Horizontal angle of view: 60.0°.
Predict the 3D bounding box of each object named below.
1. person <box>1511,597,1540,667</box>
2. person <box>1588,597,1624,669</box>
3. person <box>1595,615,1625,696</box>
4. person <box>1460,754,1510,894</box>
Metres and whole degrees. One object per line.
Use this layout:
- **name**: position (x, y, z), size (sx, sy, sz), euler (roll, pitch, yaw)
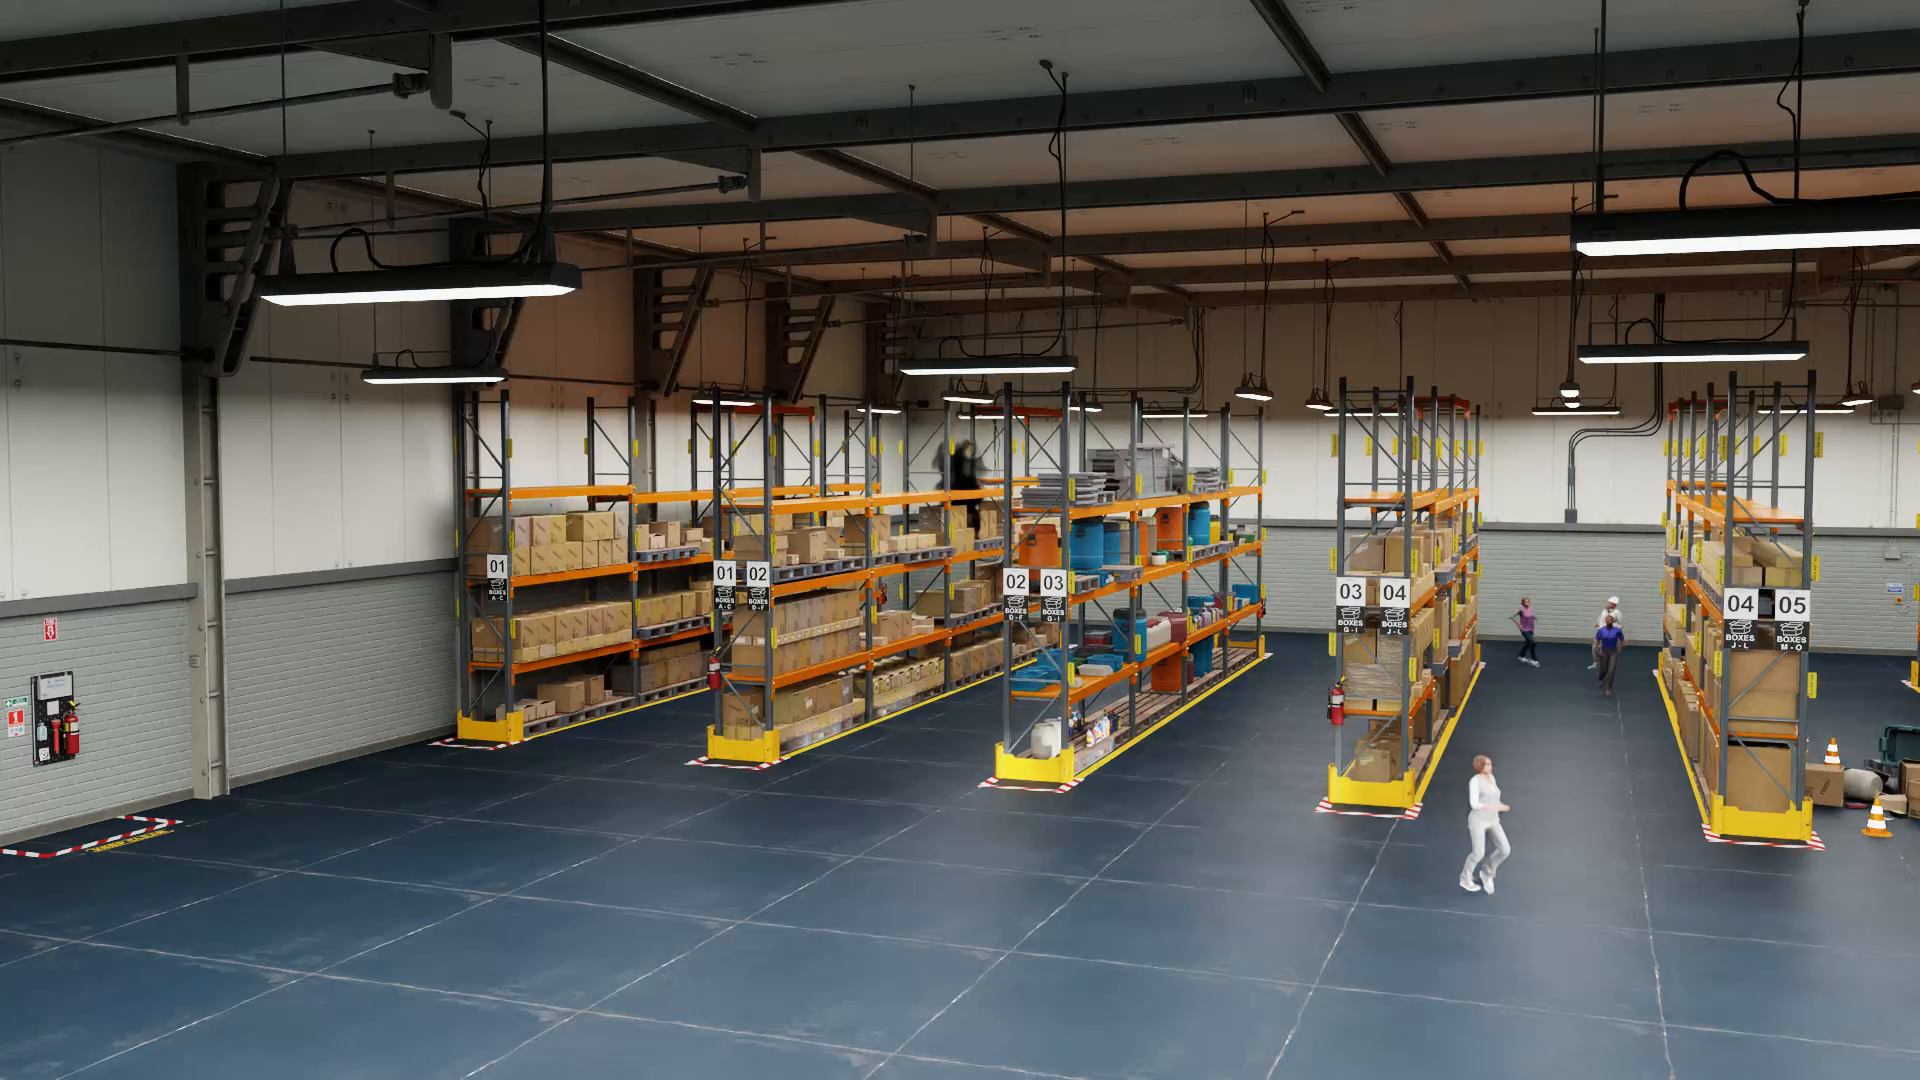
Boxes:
- **person**: position (13.030, 2.116, 38.331), size (0.564, 1.591, 0.673), euler (-2, 4, -32)
- **person**: position (14.652, 2.106, 37.556), size (0.563, 1.685, 0.735), euler (-1, 3, -24)
- **person**: position (13.256, 2.345, 33.914), size (0.581, 1.624, 0.658), euler (1, 3, 20)
- **person**: position (5.872, 3.175, 18.560), size (0.510, 1.578, 0.644), euler (-2, 4, -31)
